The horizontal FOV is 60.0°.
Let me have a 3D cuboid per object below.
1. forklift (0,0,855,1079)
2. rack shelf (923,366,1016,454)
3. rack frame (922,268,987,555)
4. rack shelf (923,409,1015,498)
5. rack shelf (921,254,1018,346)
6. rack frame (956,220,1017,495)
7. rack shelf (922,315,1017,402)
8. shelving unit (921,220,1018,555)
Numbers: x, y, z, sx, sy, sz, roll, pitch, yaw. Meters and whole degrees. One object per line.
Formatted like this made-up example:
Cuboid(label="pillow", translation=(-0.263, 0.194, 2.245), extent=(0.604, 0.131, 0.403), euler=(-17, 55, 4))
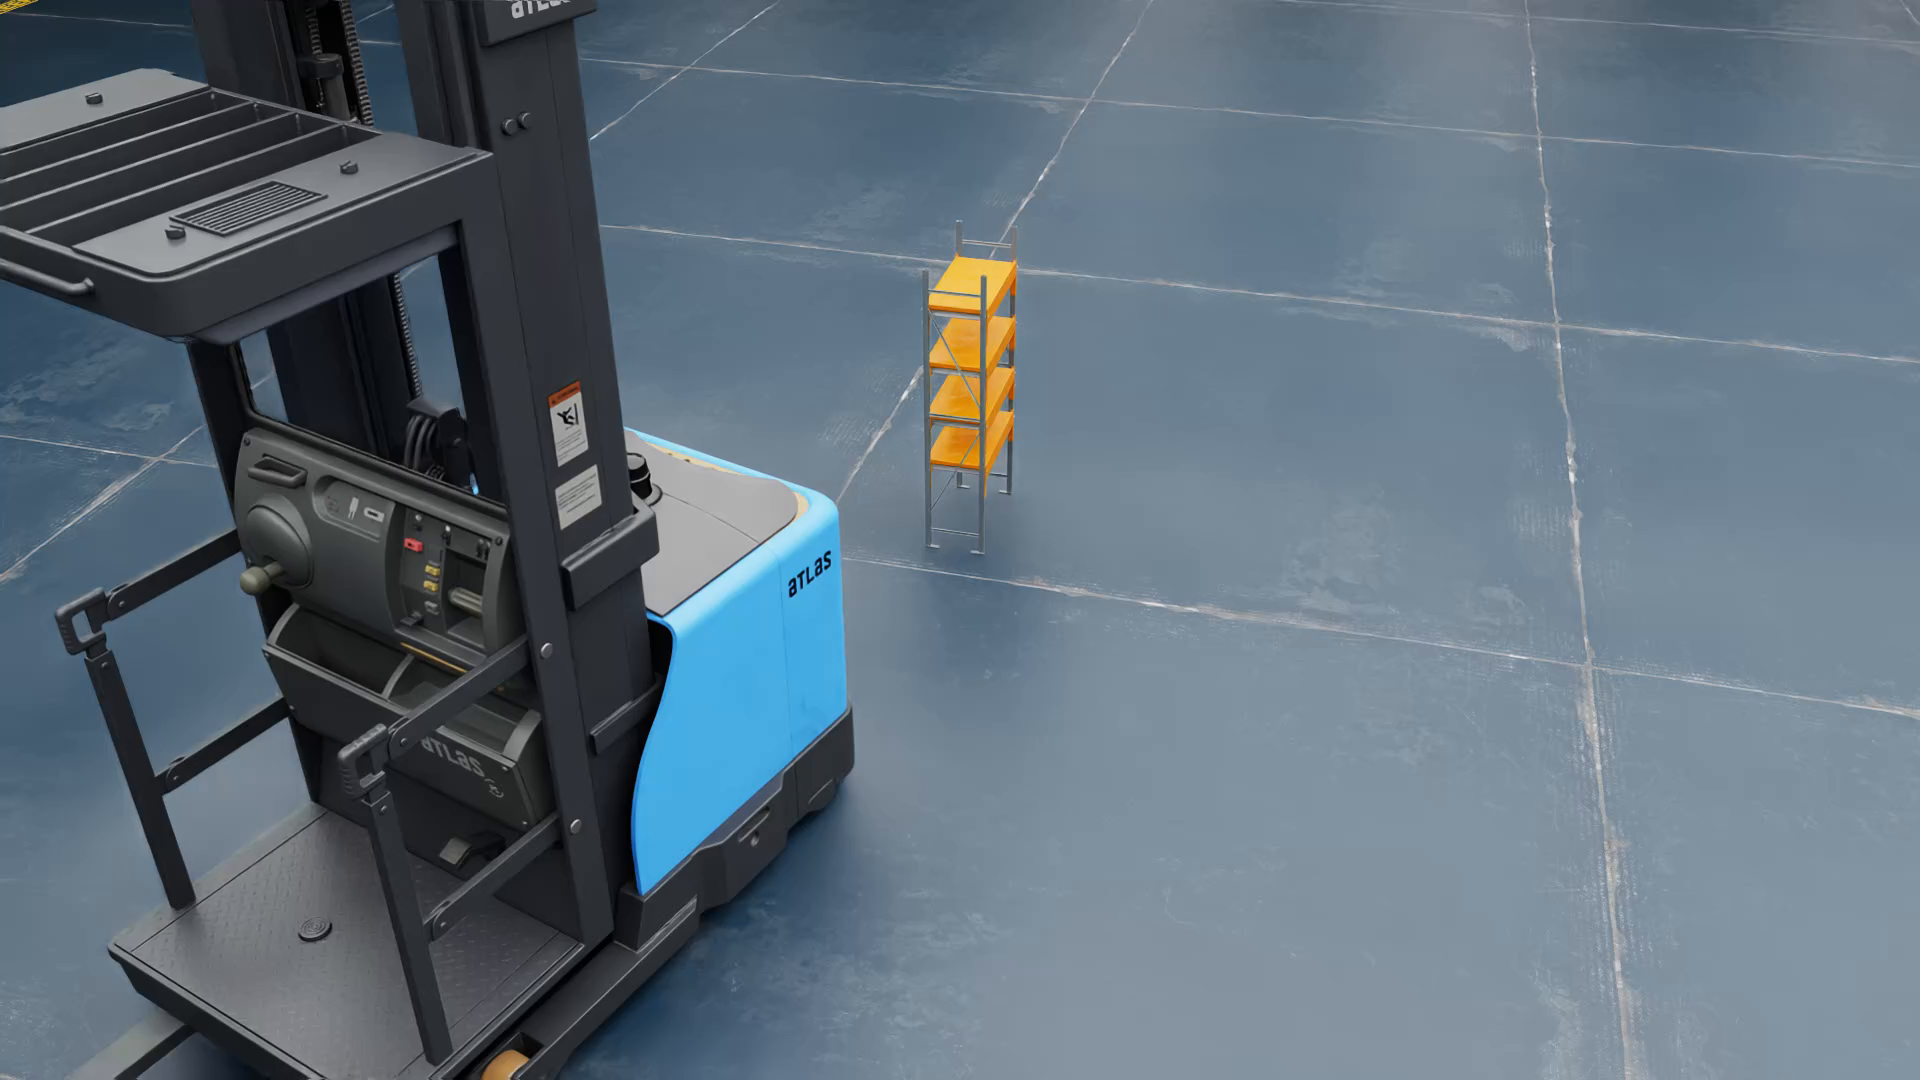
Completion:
Cuboid(label="forklift", translation=(-1.555, 0.074, 3.901), extent=(1.130, 2.935, 3.031), euler=(19, 37, 27))
Cuboid(label="rack shelf", translation=(0.042, -0.535, 6.599), extent=(0.258, 0.148, 0.480), euler=(8, 33, 12))
Cuboid(label="rack frame", translation=(-0.020, -0.466, 6.364), extent=(0.240, 1.200, 0.015), euler=(8, 33, 12))
Cuboid(label="rack shelf", translation=(0.042, -0.368, 6.706), extent=(0.258, 0.148, 0.480), euler=(8, 33, 12))
Cuboid(label="rack shelf", translation=(0.042, -0.924, 6.352), extent=(0.258, 0.148, 0.480), euler=(8, 33, 12))
Cuboid(label="rack frame", translation=(0.104, -0.719, 6.762), extent=(0.240, 1.200, 0.015), euler=(8, 33, 12))
Cuboid(label="rack shelf", translation=(0.042, -0.724, 6.479), extent=(0.258, 0.148, 0.480), euler=(8, 33, 12))
Cuboid(label="shelving unit", translation=(0.042, -0.592, 6.563), extent=(0.258, 1.200, 0.503), euler=(8, 33, 12))
